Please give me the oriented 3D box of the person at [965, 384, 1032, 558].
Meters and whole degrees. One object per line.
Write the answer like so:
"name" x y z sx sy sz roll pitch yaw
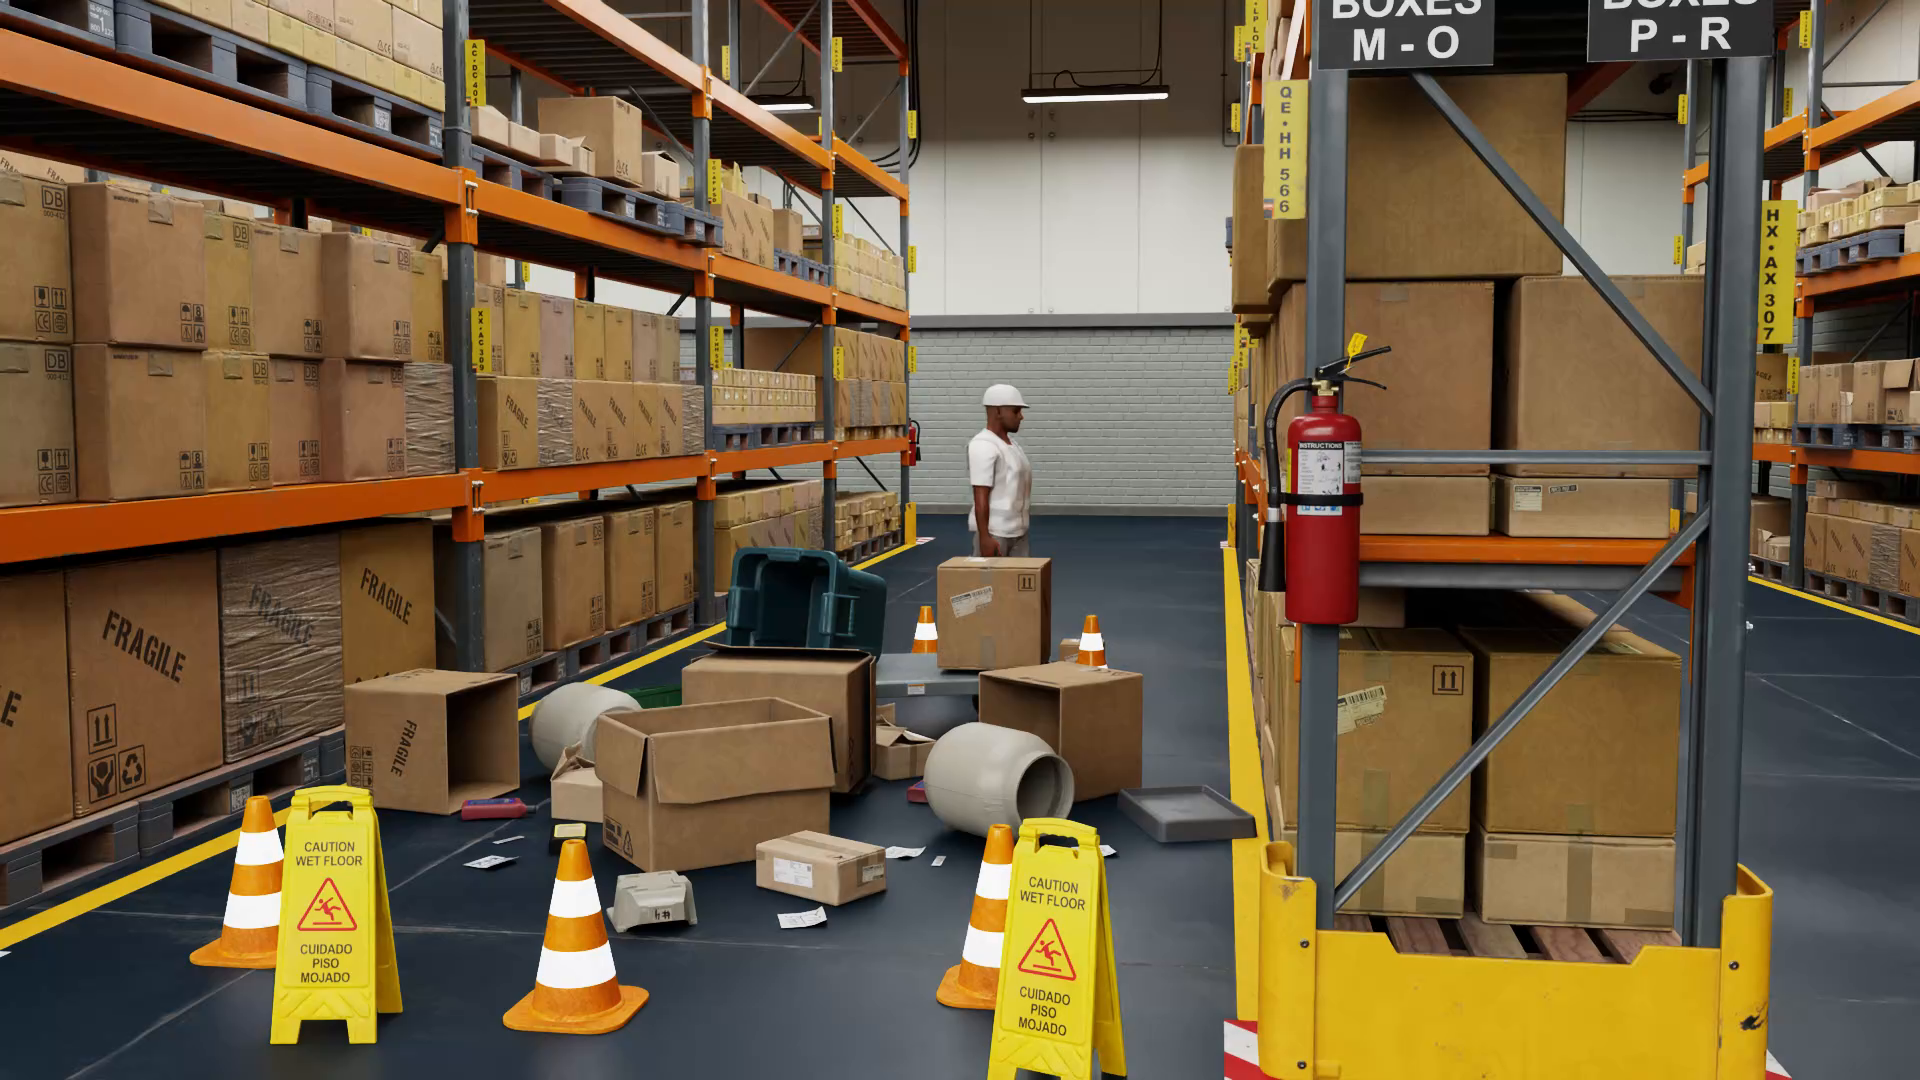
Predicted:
"person" 0.260 -0.037 9.879 0.667 1.770 0.589 2 5 25
